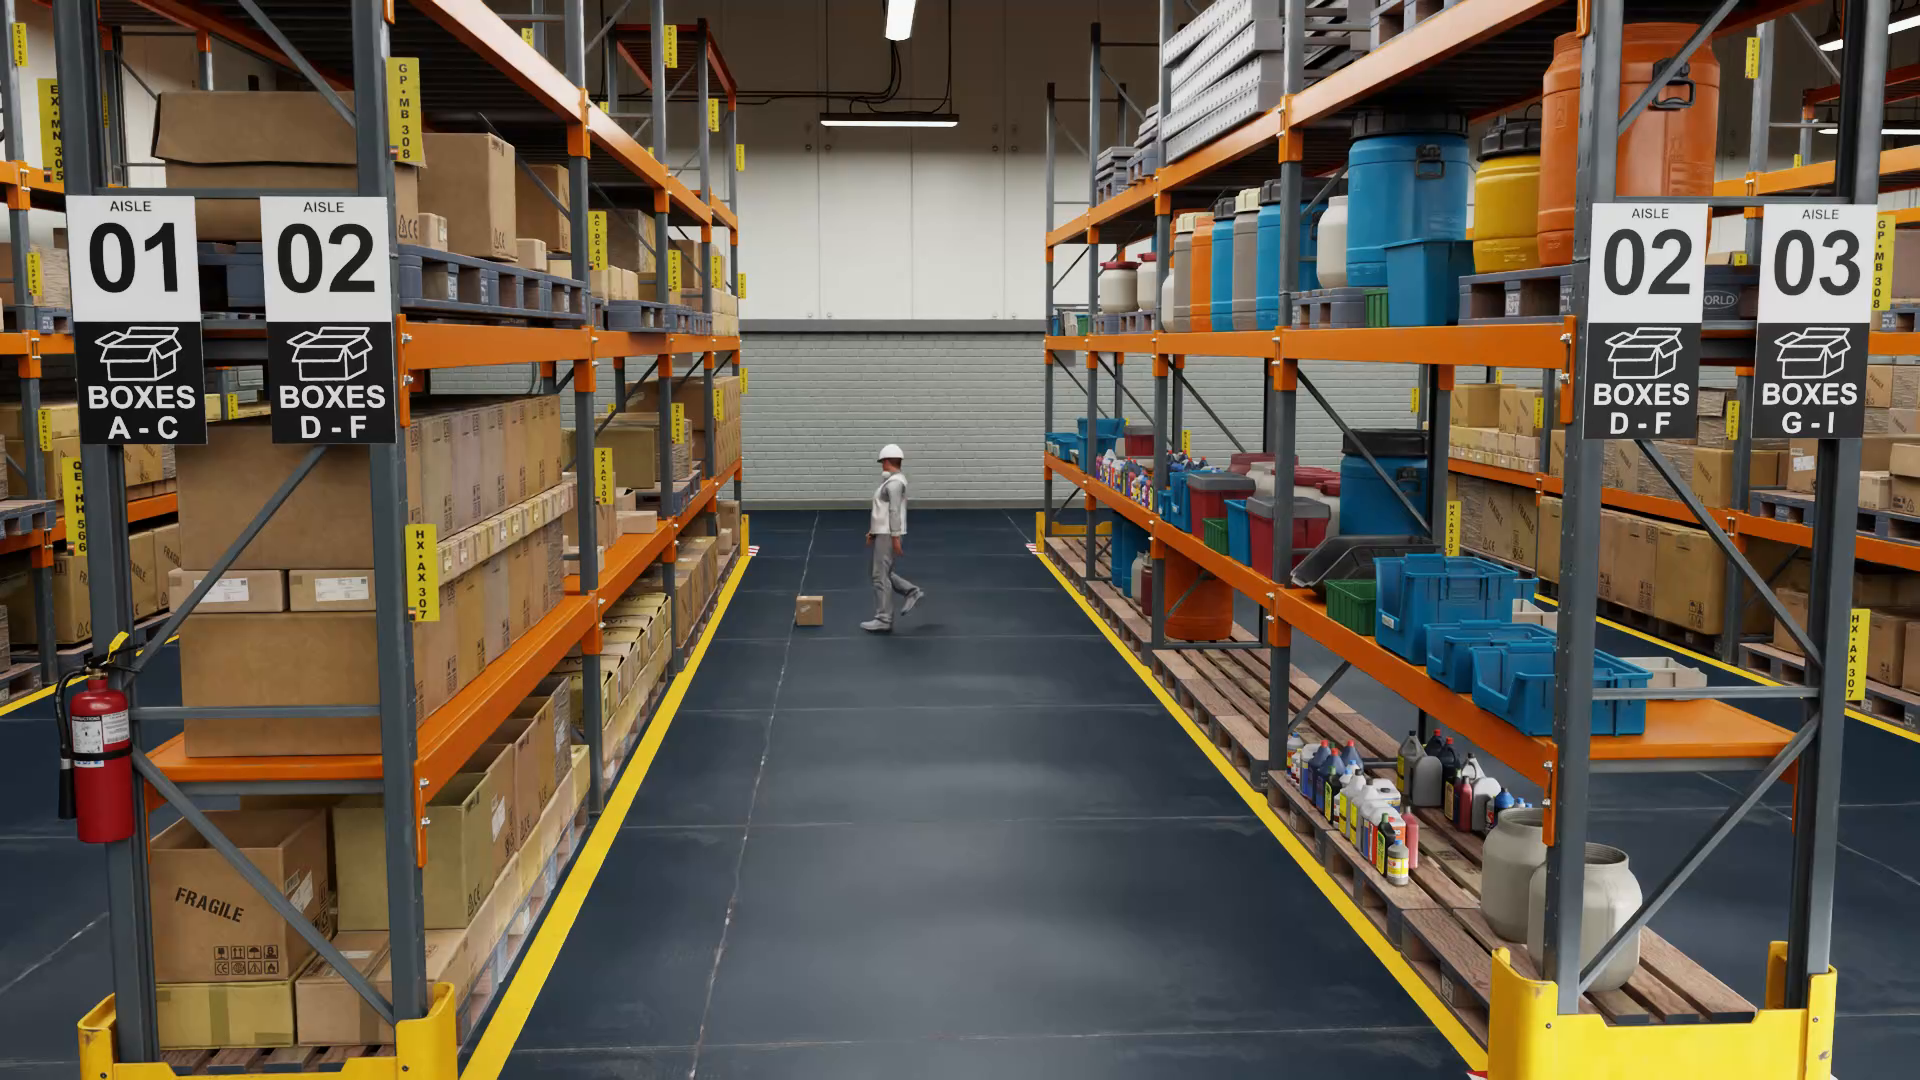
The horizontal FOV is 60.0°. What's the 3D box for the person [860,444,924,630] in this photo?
[{"bbox_3d":[-0.653,-0.043,15.978,0.608,1.748,0.567,0,7,0],"label":"person"}]
